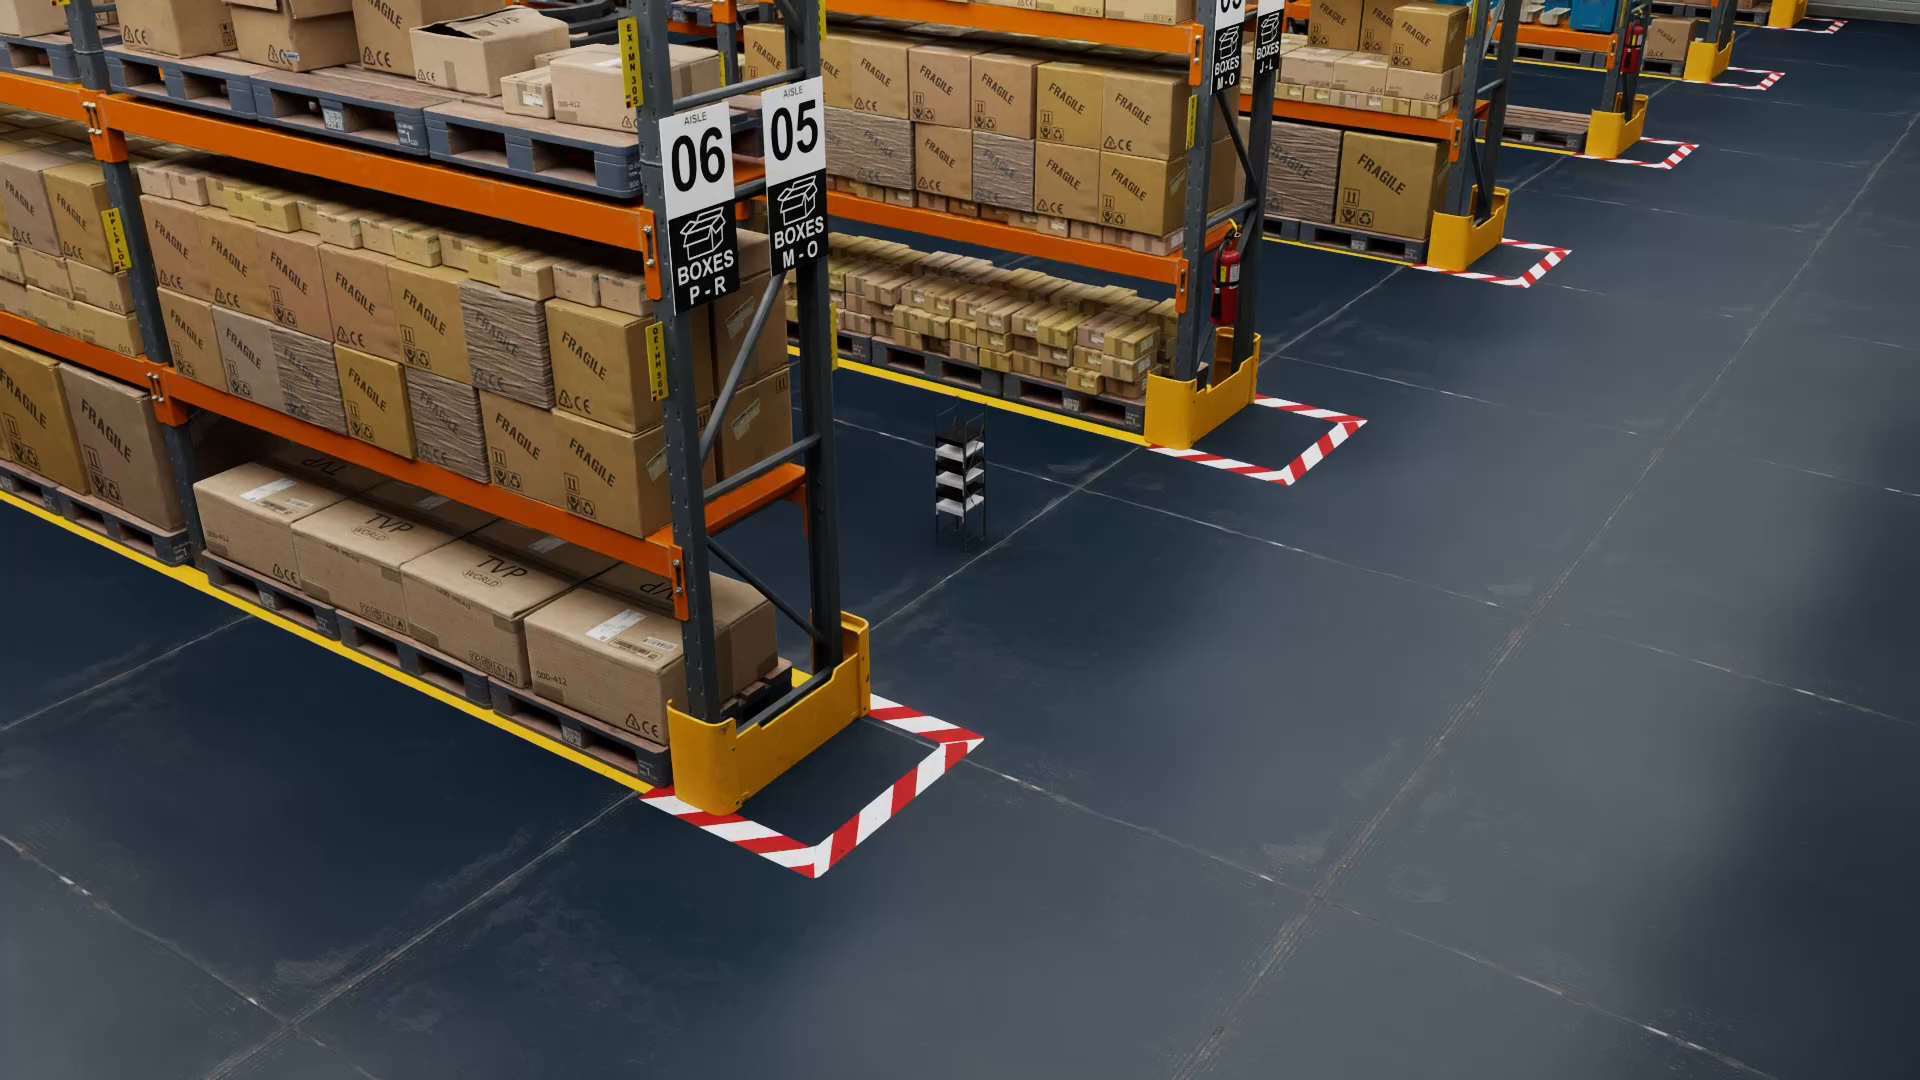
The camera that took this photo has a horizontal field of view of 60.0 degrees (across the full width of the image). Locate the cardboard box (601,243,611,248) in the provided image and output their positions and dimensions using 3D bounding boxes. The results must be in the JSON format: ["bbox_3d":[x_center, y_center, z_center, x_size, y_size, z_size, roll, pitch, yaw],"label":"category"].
[{"bbox_3d":[-1.466,-1.434,7.832,0.250,0.149,0.380,18,32,32],"label":"cardboard box"}]

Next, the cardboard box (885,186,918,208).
[{"bbox_3d":[-0.341,-2.586,12.301,0.250,0.149,0.380,19,33,32],"label":"cardboard box"}]

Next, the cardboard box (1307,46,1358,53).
[{"bbox_3d":[3.599,-4.566,15.752,0.500,0.250,0.500,16,31,29],"label":"cardboard box"}]

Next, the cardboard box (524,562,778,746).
[{"bbox_3d":[-1.525,0.513,8.296,0.875,0.438,0.875,16,31,29],"label":"cardboard box"}]

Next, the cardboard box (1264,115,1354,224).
[{"bbox_3d":[3.363,-3.623,15.941,0.875,0.875,0.875,17,32,30],"label":"cardboard box"}]

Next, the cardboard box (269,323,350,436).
[{"bbox_3d":[-3.165,-0.902,8.605,0.500,0.500,0.500,18,32,31],"label":"cardboard box"}]

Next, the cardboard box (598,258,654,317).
[{"bbox_3d":[-1.334,-1.106,7.188,0.250,0.149,0.380,18,32,31],"label":"cardboard box"}]

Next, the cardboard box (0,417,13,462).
[{"bbox_3d":[-6.264,-1.165,11.111,0.875,0.875,0.875,18,32,31],"label":"cardboard box"}]

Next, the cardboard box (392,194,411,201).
[{"bbox_3d":[-2.770,-1.804,8.559,0.250,0.149,0.380,17,31,29],"label":"cardboard box"}]

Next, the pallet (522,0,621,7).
[{"bbox_3d":[-4.658,-6.760,20.437,1.213,0.211,1.003,17,32,30],"label":"pallet"}]

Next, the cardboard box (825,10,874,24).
[{"bbox_3d":[-0.962,-3.816,12.901,0.500,0.500,0.500,16,31,29],"label":"cardboard box"}]

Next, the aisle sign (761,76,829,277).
[{"bbox_3d":[-0.701,-1.558,7.138,0.004,0.787,0.394,17,32,30],"label":"aisle sign"}]

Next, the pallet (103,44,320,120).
[{"bbox_3d":[-3.553,-2.420,8.488,1.213,0.211,1.003,17,32,30],"label":"pallet"}]

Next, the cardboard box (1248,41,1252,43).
[{"bbox_3d":[2.465,-4.628,15.874,0.500,0.250,0.500,18,32,32],"label":"cardboard box"}]

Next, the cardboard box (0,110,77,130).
[{"bbox_3d":[-5.699,-2.428,10.500,0.500,0.500,0.500,17,31,30],"label":"cardboard box"}]

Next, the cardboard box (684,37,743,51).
[{"bbox_3d":[-2.921,-5.778,19.741,0.500,0.250,0.500,22,34,36],"label":"cardboard box"}]

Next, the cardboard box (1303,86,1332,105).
[{"bbox_3d":[3.363,-4.132,15.340,0.250,0.149,0.380,17,31,29],"label":"cardboard box"}]

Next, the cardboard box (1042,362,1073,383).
[{"bbox_3d":[0.804,-1.288,12.154,0.250,0.149,0.380,17,32,30],"label":"cardboard box"}]

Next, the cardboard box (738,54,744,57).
[{"bbox_3d":[-2.010,-3.963,13.887,0.250,0.149,0.380,18,32,31],"label":"cardboard box"}]

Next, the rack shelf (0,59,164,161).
[{"bbox_3d":[-5.871,-2.866,10.061,4.000,0.370,1.077,17,32,30],"label":"rack shelf"}]

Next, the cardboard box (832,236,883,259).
[{"bbox_3d":[-0.829,-2.350,13.585,0.250,0.149,0.380,18,32,31],"label":"cardboard box"}]

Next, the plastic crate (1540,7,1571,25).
[{"bbox_3d":[6.715,-5.917,18.794,0.243,0.136,0.396,17,32,30],"label":"plastic crate"}]

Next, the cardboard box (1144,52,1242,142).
[{"bbox_3d":[1.575,-3.023,11.343,0.500,0.500,0.500,17,32,30],"label":"cardboard box"}]

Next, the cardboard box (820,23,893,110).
[{"bbox_3d":[-0.833,-3.501,12.283,0.500,0.500,0.500,16,31,29],"label":"cardboard box"}]

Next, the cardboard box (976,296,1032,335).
[{"bbox_3d":[0.324,-1.652,12.214,0.250,0.149,0.380,19,32,32],"label":"cardboard box"}]

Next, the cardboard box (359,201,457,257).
[{"bbox_3d":[-2.623,-1.487,7.938,0.250,0.149,0.380,18,32,32],"label":"cardboard box"}]

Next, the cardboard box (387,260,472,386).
[{"bbox_3d":[-2.310,-1.086,7.864,0.500,0.500,0.500,17,32,30],"label":"cardboard box"}]

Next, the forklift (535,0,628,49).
[{"bbox_3d":[-2.844,-2.149,11.242,3.031,2.935,1.130,17,31,29],"label":"forklift"}]

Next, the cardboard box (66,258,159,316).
[{"bbox_3d":[-4.723,-1.515,9.534,0.500,0.250,0.500,17,32,30],"label":"cardboard box"}]

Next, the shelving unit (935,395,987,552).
[{"bbox_3d":[0.007,-0.399,10.042,0.210,0.900,0.258,17,32,30],"label":"shelving unit"}]

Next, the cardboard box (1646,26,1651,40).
[{"bbox_3d":[9.598,-7.062,23.365,0.500,0.250,0.500,17,32,30],"label":"cardboard box"}]

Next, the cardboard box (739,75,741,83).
[{"bbox_3d":[-1.944,-3.584,13.142,0.250,0.149,0.380,19,33,33],"label":"cardboard box"}]

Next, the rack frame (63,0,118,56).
[{"bbox_3d":[-4.222,-4.010,8.208,0.127,3.000,1.000,17,32,30],"label":"rack frame"}]

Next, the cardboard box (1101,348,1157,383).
[{"bbox_3d":[1.198,-1.264,11.779,0.250,0.149,0.380,16,31,29],"label":"cardboard box"}]

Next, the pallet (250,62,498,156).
[{"bbox_3d":[-2.552,-2.106,7.872,1.213,0.211,1.003,17,32,30],"label":"pallet"}]

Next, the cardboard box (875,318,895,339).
[{"bbox_3d":[-0.452,-1.701,12.965,0.250,0.149,0.380,16,31,28],"label":"cardboard box"}]

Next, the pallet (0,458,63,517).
[{"bbox_3d":[-5.910,-0.577,11.151,1.213,0.211,1.003,17,32,30],"label":"pallet"}]

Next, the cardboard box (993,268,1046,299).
[{"bbox_3d":[0.459,-1.960,12.818,0.250,0.149,0.380,18,32,31],"label":"cardboard box"}]

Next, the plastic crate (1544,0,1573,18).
[{"bbox_3d":[6.930,-6.174,19.192,0.300,0.233,0.416,17,32,30],"label":"plastic crate"}]

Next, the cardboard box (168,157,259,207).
[{"bbox_3d":[-3.888,-1.878,8.705,0.250,0.149,0.380,18,32,31],"label":"cardboard box"}]

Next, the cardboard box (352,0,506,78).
[{"bbox_3d":[-2.502,-2.496,7.857,0.500,0.500,0.500,18,32,31],"label":"cardboard box"}]

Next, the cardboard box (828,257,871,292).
[{"bbox_3d":[-0.906,-2.090,13.073,0.250,0.149,0.380,17,31,30],"label":"cardboard box"}]

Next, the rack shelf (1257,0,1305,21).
[{"bbox_3d":[2.544,-7.086,21.660,4.000,0.370,1.077,17,32,30],"label":"rack shelf"}]

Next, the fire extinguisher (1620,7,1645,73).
[{"bbox_3d":[7.357,-5.457,18.162,0.183,0.674,0.296,17,32,30],"label":"fire extinguisher"}]

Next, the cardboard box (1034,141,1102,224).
[{"bbox_3d":[0.857,-2.516,11.449,0.500,0.500,0.500,17,31,30],"label":"cardboard box"}]

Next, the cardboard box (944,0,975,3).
[{"bbox_3d":[-0.006,-3.864,11.393,0.500,0.250,0.500,19,33,33],"label":"cardboard box"}]

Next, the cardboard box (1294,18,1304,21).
[{"bbox_3d":[5.195,-8.234,25.394,0.500,0.500,0.500,16,31,29],"label":"cardboard box"}]

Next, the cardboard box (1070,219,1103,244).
[{"bbox_3d":[0.967,-2.189,11.521,0.250,0.149,0.380,17,32,30],"label":"cardboard box"}]

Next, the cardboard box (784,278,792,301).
[{"bbox_3d":[-1.385,-2.050,13.322,0.250,0.149,0.380,19,33,33],"label":"cardboard box"}]

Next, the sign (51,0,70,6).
[{"bbox_3d":[-4.521,-2.839,8.297,0.005,0.325,0.100,17,32,30],"label":"sign"}]

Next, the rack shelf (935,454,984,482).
[{"bbox_3d":[0.007,-0.449,10.016,0.200,0.077,0.258,17,32,30],"label":"rack shelf"}]

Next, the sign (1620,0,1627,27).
[{"bbox_3d":[7.192,-5.729,18.020,0.005,0.325,0.100,17,32,30],"label":"sign"}]

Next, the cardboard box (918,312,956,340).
[{"bbox_3d":[-0.109,-1.658,12.553,0.250,0.149,0.380,18,32,31],"label":"cardboard box"}]

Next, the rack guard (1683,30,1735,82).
[{"bbox_3d":[10.235,-6.622,22.712,0.348,0.500,1.175,17,32,30],"label":"rack guard"}]
